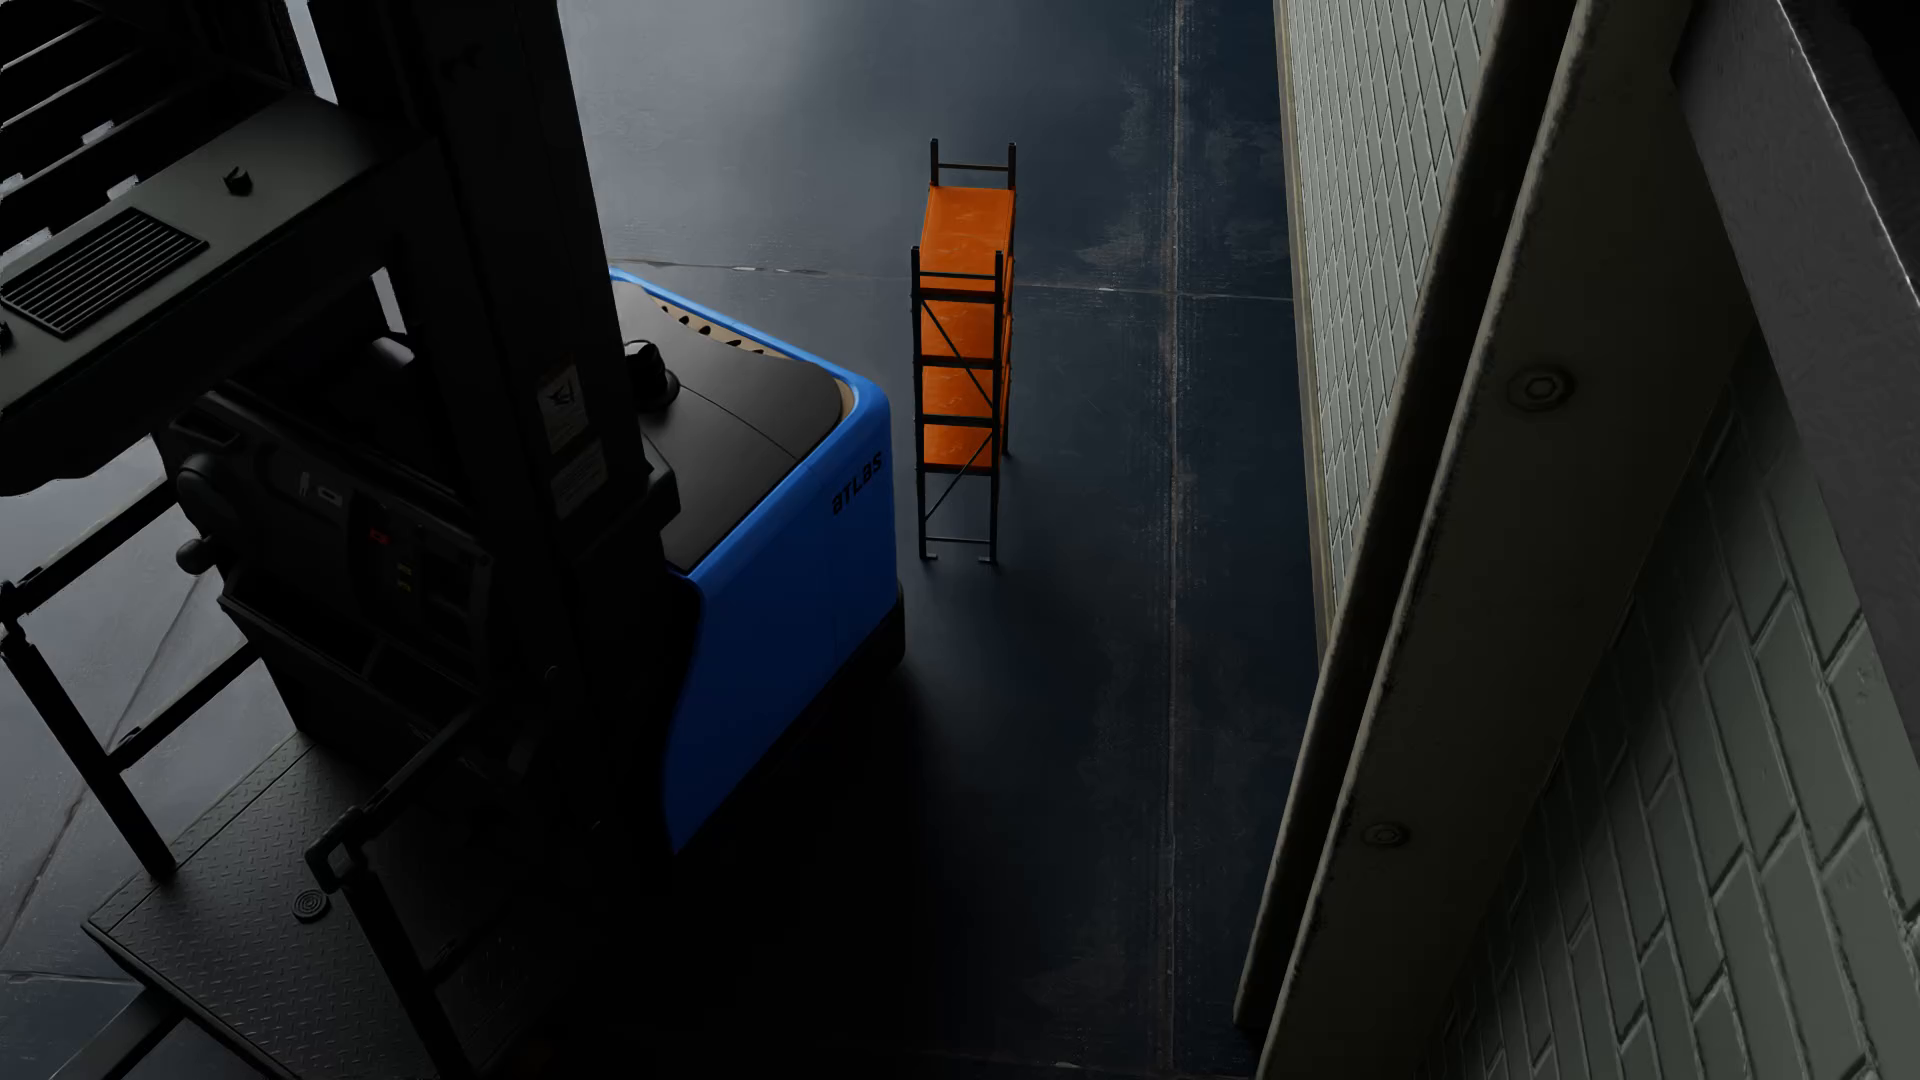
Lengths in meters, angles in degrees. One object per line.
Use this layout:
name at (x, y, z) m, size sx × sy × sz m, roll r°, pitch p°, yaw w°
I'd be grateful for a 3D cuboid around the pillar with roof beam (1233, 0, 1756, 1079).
pillar with roof beam at (-3.463, -2.003, 0.984) m, size 9.100 × 9.000 × 0.400 m, roll 4°, pitch 48°, yaw 4°

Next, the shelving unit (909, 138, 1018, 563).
shelving unit at (0.015, -0.527, 4.919) m, size 0.258 × 1.200 × 0.503 m, roll 4°, pitch 48°, yaw 4°

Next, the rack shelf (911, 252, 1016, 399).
rack shelf at (0.015, -0.632, 4.803) m, size 0.258 × 0.148 × 0.480 m, roll 4°, pitch 48°, yaw 4°

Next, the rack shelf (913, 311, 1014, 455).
rack shelf at (0.015, -0.481, 4.968) m, size 0.258 × 0.148 × 0.480 m, roll 4°, pitch 48°, yaw 4°

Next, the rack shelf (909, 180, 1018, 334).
rack shelf at (0.015, -0.792, 4.629) m, size 0.258 × 0.148 × 0.480 m, roll 4°, pitch 48°, yaw 4°

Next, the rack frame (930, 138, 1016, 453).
rack frame at (0.037, -0.706, 5.083) m, size 0.240 × 1.200 × 0.015 m, roll 4°, pitch 48°, yaw 4°

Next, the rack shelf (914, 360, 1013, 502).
rack shelf at (0.015, -0.347, 5.115) m, size 0.258 × 0.148 × 0.480 m, roll 4°, pitch 48°, yaw 4°

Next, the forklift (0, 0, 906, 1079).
forklift at (-1.380, 0.079, 3.191) m, size 1.130 × 2.935 × 3.031 m, roll 25°, pitch 52°, yaw 21°

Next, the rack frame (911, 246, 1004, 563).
rack frame at (-0.007, -0.347, 4.755) m, size 0.240 × 1.200 × 0.015 m, roll 4°, pitch 48°, yaw 4°
